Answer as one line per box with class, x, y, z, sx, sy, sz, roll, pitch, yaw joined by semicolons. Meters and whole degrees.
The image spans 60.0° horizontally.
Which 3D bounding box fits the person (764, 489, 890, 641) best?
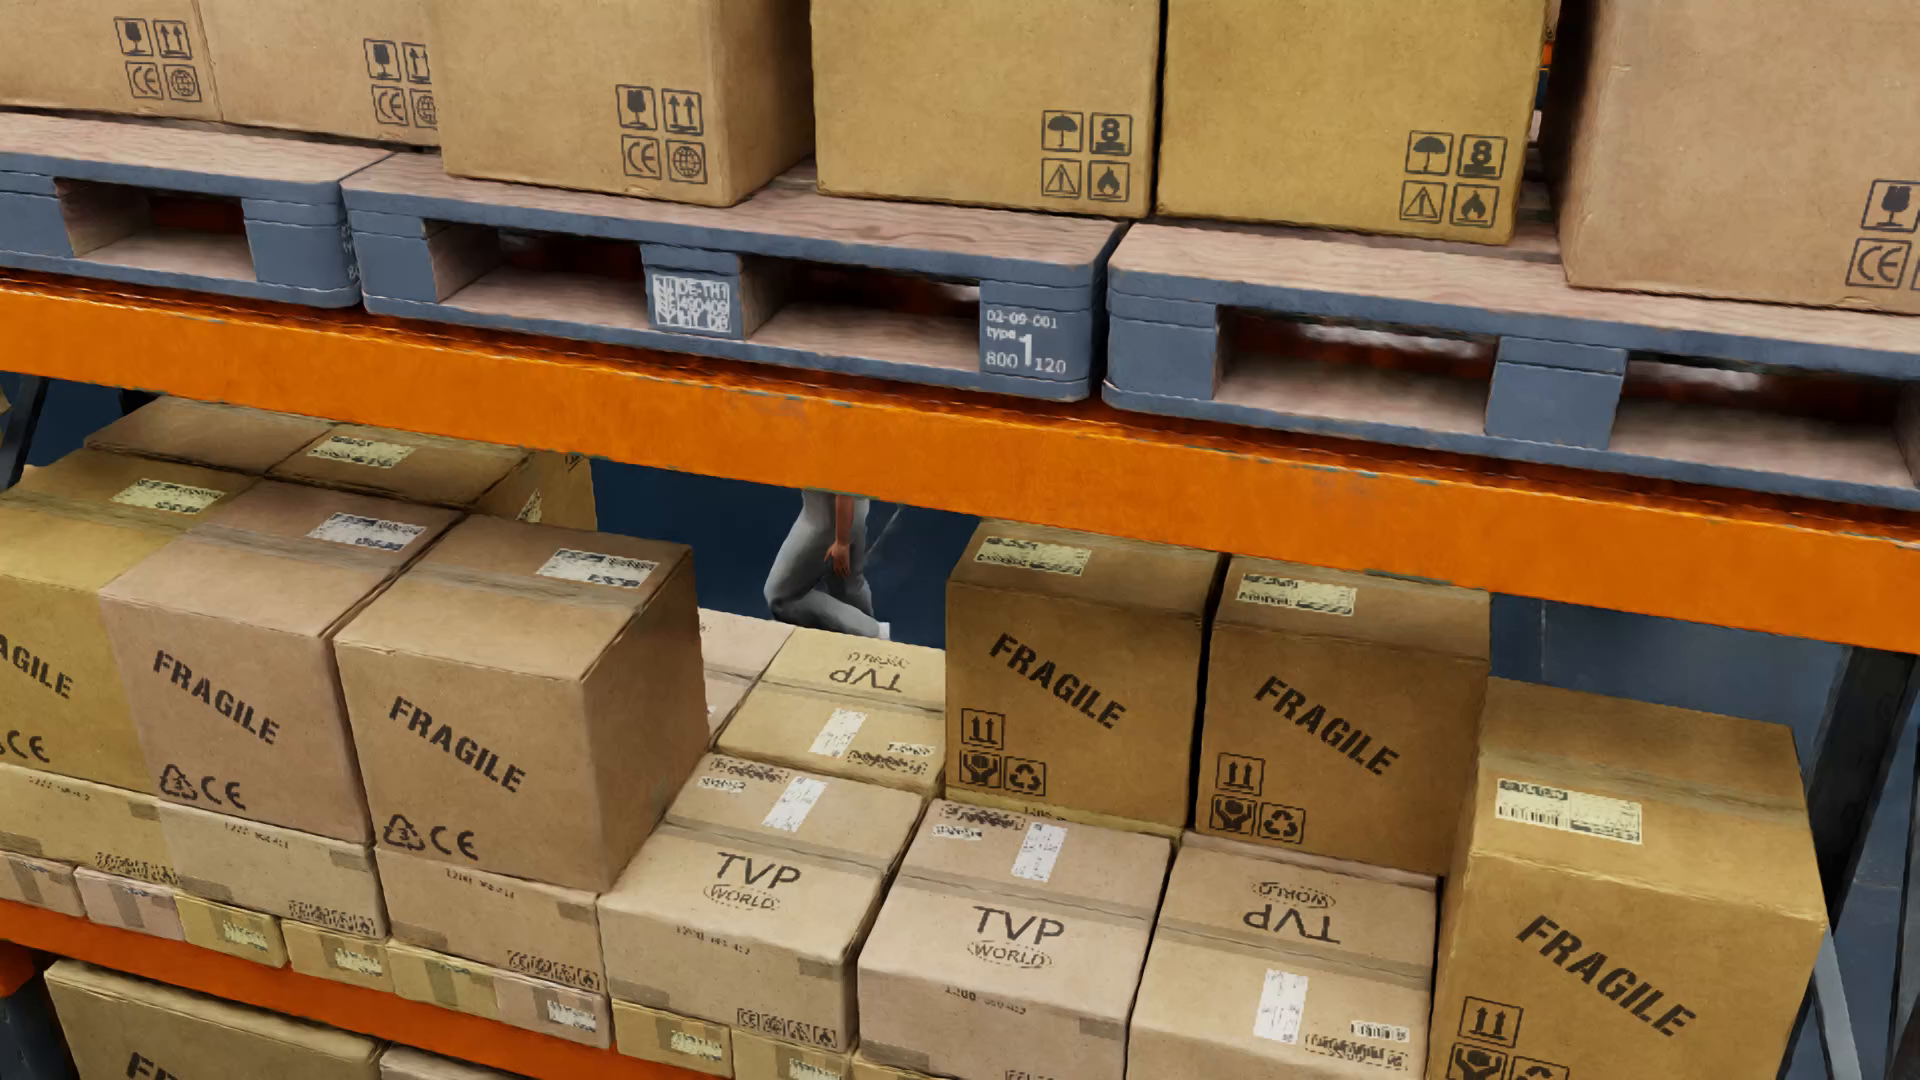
person;-0.510;-0.107;6.282;0.472;1.658;0.533;-1;29;-1
